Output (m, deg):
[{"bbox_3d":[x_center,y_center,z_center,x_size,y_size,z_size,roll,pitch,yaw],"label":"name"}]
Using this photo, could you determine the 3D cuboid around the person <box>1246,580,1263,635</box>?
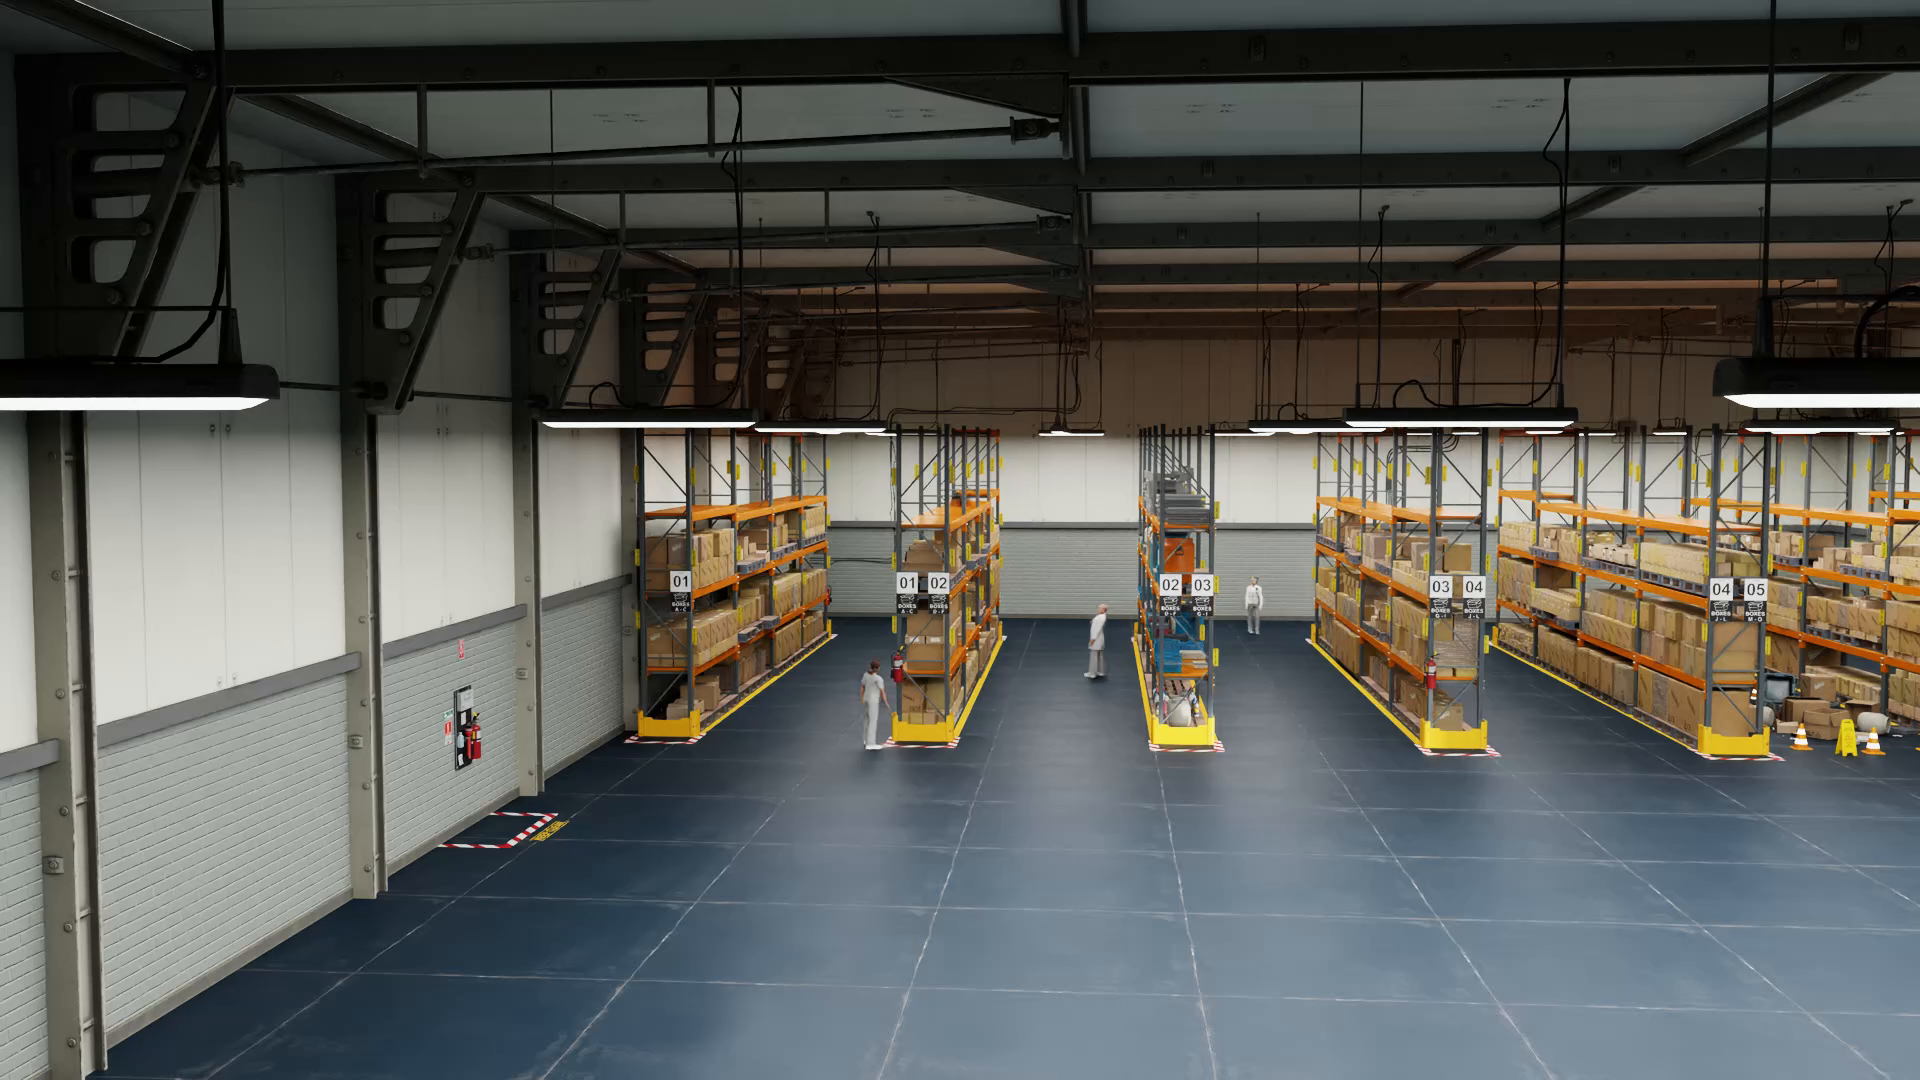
[{"bbox_3d":[8.640,1.939,48.875,0.476,1.681,0.496,0,3,3],"label":"person"}]

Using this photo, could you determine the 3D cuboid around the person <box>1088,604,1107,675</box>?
[{"bbox_3d":[2.138,3.503,22.048,8.960,1.767,35.420,1,4,17],"label":"person"}]

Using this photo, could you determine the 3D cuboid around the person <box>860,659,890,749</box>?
[{"bbox_3d":[-1.650,3.049,30.828,0.531,1.659,0.662,-3,5,-42],"label":"person"}]

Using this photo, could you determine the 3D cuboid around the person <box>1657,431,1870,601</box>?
[{"bbox_3d":[22.489,-0.434,46.011,4.143,5.276,13.113,3,4,37],"label":"person"}]
